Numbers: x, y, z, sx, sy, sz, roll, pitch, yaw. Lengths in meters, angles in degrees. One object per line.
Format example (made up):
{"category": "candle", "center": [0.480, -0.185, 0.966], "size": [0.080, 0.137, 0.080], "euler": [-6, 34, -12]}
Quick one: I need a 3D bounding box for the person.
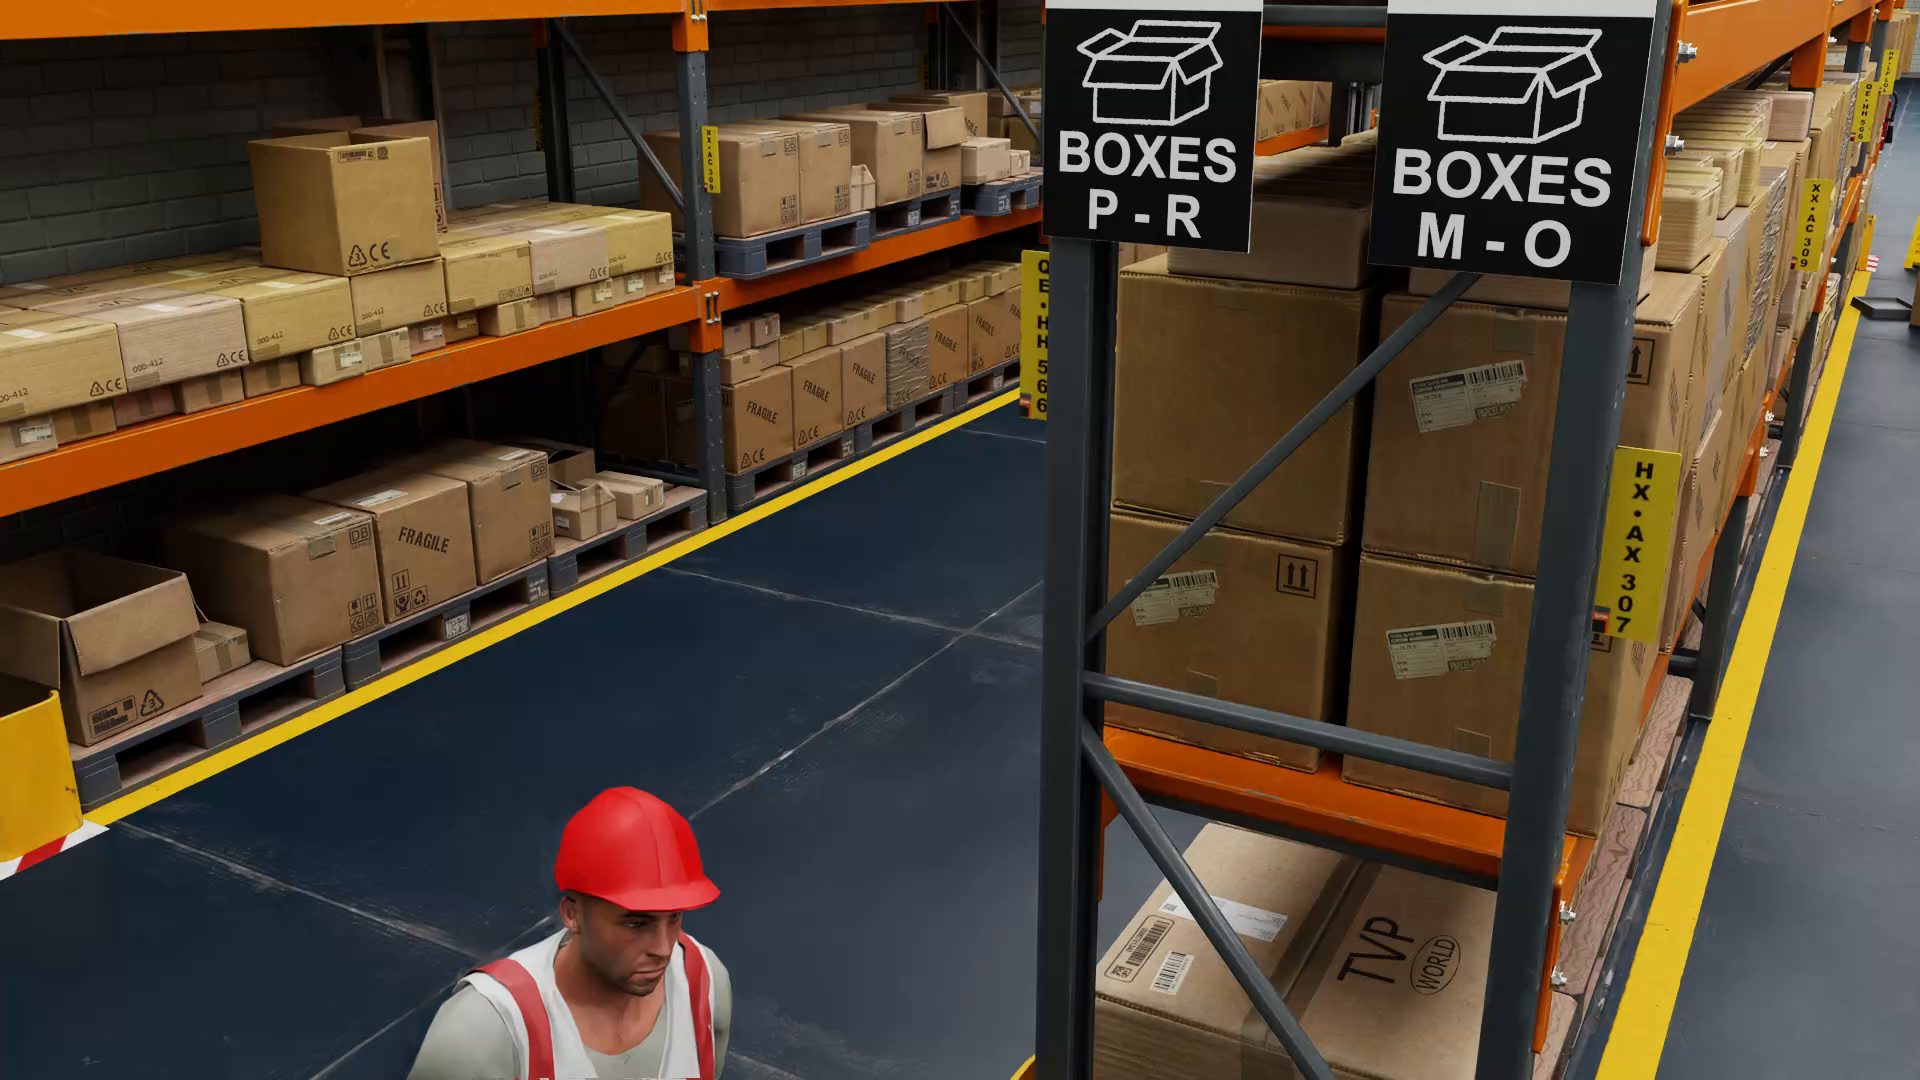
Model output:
{"category": "person", "center": [-0.634, 1.194, 2.649], "size": [0.667, 1.732, 1.054], "euler": [-15, 25, -37]}
